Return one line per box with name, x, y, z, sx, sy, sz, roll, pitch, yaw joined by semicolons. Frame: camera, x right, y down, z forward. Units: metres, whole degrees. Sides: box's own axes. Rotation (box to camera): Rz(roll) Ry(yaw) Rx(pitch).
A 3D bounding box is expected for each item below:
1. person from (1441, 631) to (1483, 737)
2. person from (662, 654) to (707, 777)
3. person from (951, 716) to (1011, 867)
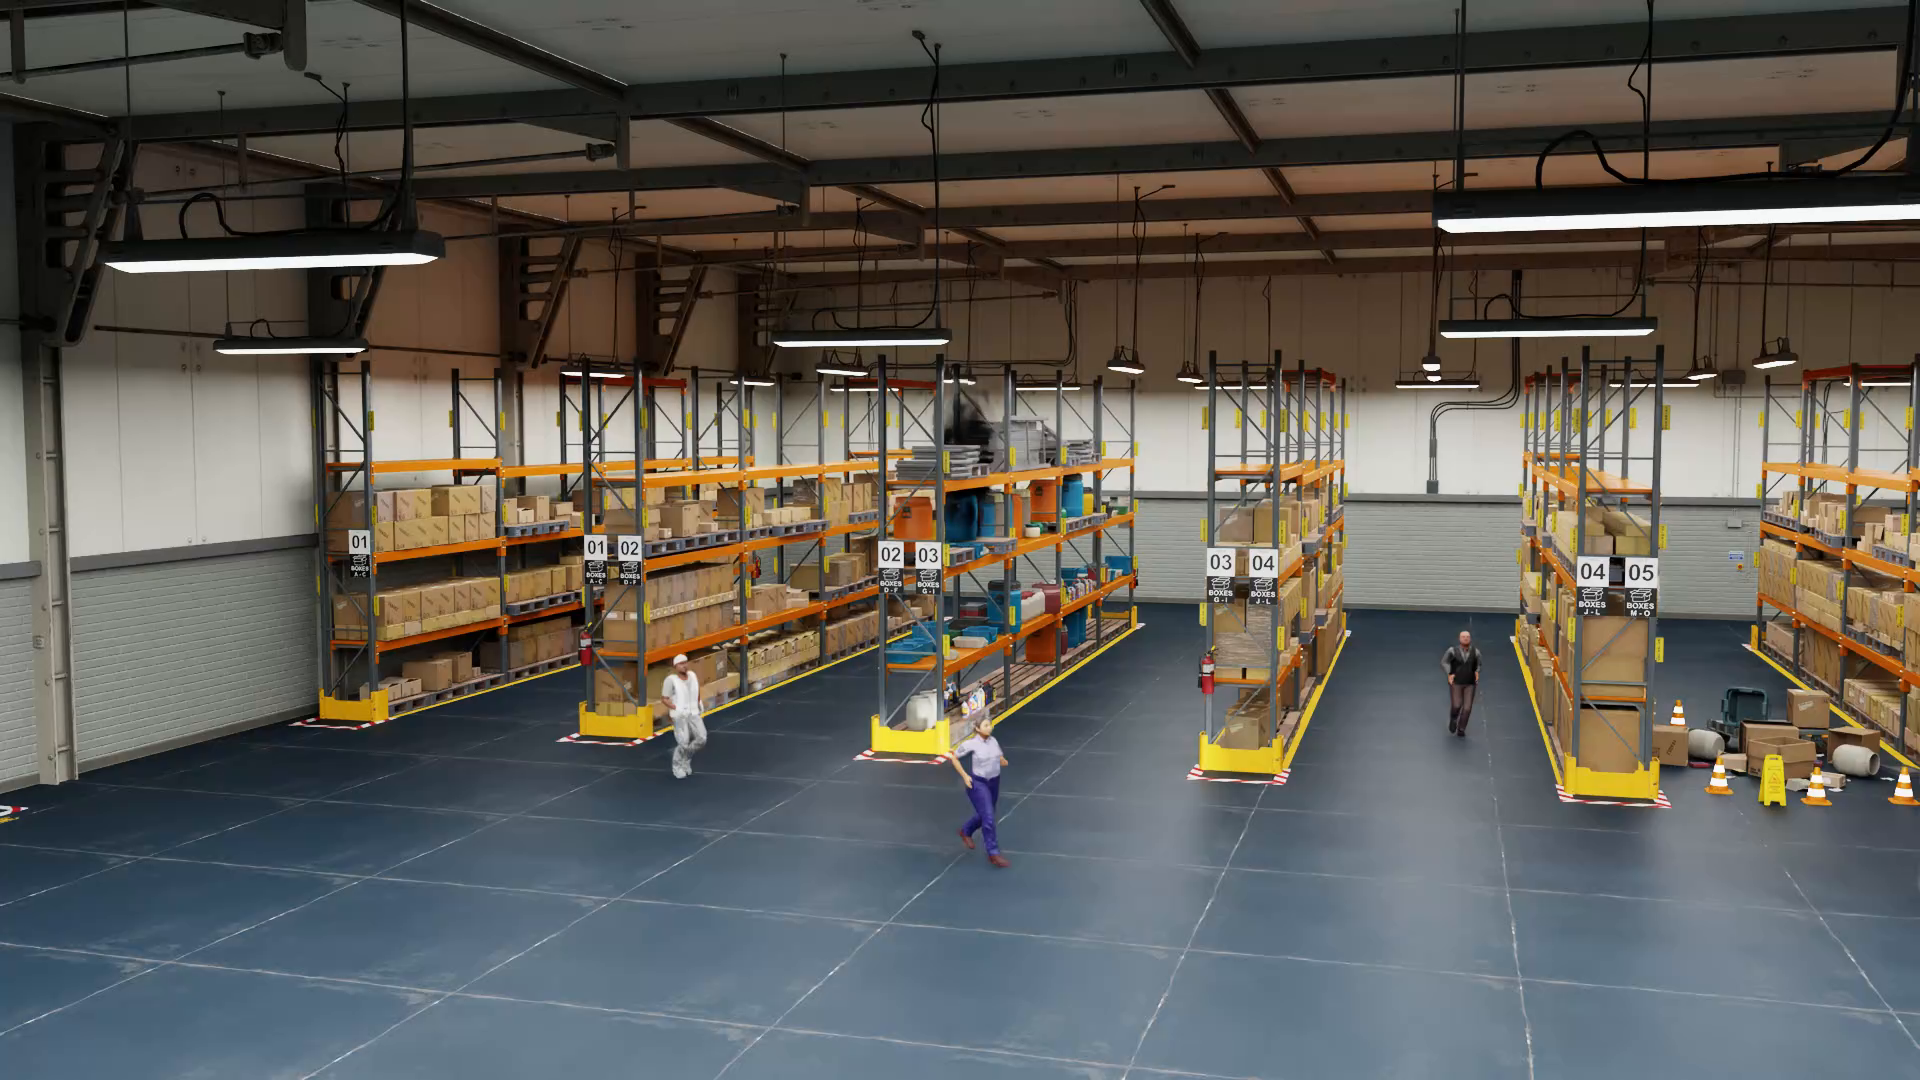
person;7.948;2.282;26.249;0.637;1.677;0.552;1;4;7
person;-3.826;2.465;23.281;0.695;1.737;0.568;-4;6;-42
person;0.268;2.813;18.903;0.922;1.636;0.607;4;6;44
